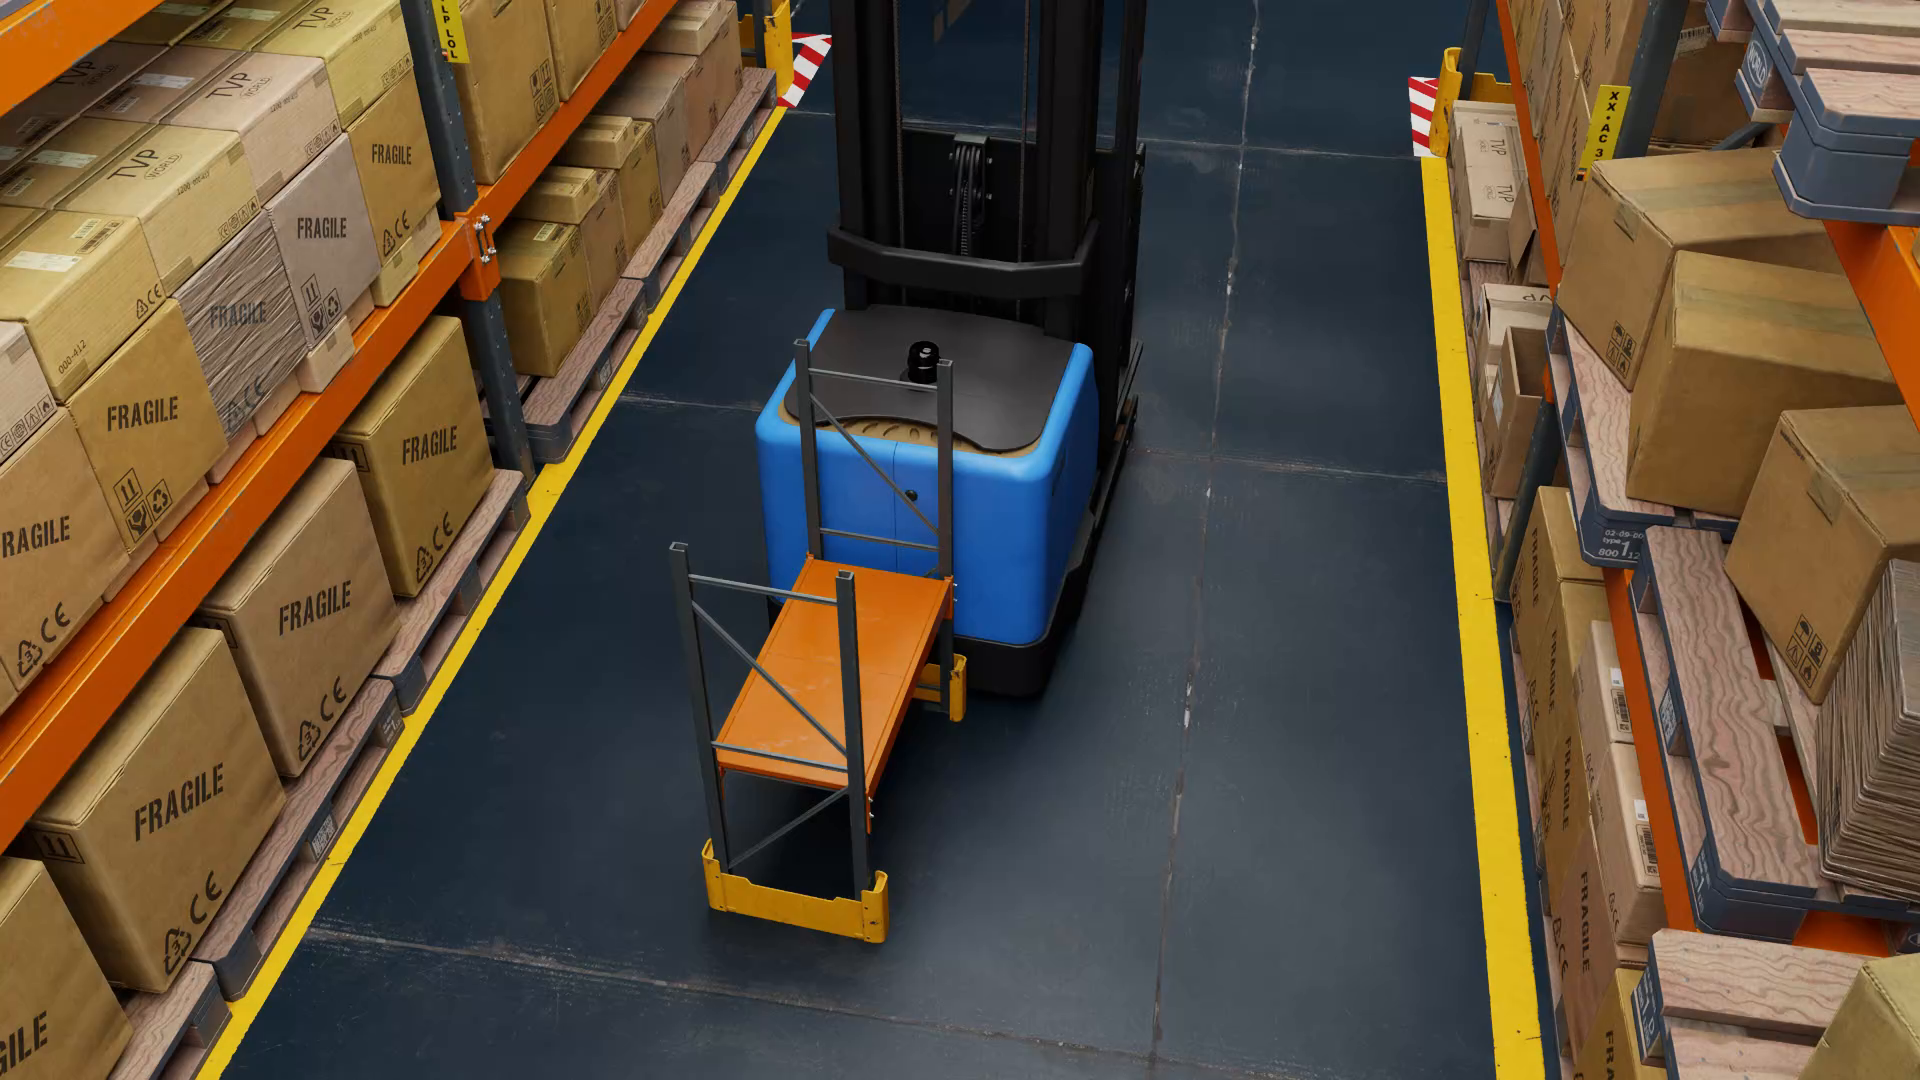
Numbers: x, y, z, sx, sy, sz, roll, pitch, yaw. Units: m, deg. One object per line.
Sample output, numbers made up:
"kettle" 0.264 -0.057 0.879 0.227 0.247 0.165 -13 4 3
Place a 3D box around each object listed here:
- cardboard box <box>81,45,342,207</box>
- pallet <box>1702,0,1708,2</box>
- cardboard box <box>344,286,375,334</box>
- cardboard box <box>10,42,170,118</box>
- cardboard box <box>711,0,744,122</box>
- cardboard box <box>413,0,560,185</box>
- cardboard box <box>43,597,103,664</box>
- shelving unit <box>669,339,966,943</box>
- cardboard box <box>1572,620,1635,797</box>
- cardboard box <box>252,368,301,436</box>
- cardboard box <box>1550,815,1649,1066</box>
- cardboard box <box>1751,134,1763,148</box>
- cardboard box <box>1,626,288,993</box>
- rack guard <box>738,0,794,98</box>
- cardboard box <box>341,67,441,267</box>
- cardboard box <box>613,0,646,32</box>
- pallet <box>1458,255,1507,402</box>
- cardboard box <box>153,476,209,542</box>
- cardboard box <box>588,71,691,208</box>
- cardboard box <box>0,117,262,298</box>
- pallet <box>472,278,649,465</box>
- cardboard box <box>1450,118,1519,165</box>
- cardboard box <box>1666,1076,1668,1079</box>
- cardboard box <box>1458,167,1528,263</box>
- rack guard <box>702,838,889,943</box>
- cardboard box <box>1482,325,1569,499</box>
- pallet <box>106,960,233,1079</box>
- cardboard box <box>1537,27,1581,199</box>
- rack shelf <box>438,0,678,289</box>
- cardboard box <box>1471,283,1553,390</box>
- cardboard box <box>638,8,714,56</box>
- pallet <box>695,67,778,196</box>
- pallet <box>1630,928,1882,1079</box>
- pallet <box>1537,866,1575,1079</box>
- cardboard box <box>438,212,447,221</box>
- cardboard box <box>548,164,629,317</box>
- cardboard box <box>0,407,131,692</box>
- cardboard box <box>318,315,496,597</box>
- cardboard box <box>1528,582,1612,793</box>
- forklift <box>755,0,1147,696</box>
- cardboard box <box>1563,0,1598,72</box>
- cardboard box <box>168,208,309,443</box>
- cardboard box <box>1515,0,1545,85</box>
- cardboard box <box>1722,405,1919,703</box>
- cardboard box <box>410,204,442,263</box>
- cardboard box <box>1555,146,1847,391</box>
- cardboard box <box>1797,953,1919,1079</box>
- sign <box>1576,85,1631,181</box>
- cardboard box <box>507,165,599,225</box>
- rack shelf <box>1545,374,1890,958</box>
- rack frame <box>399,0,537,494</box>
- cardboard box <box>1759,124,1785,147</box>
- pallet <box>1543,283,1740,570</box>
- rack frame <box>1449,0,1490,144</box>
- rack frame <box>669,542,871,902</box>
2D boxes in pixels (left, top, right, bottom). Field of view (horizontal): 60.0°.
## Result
"cardboard box" -2.230 -1.248 4.989 0.500 0.250 0.500 7 40 9
"pallet" 2.395 -1.577 4.097 1.213 0.211 1.003 6 40 8
"cardboard box" -2.192 -0.788 5.531 0.380 0.149 0.250 8 40 9
"cardboard box" -2.723 -1.300 5.052 0.500 0.250 0.500 7 40 8
"cardboard box" -1.634 -2.698 9.291 0.700 0.500 0.500 6 40 8
"cardboard box" -2.193 -1.893 6.451 0.980 0.700 0.700 7 40 8
"cardboard box" -2.515 0.169 4.373 0.380 0.149 0.250 7 40 8
"shelving unit" -0.391 0.312 5.196 0.587 1.500 1.083 9 40 11
"cardboard box" 2.080 0.514 4.802 0.500 0.250 0.500 6 40 8
"cardboard box" -2.288 -0.470 5.146 0.380 0.149 0.250 6 40 8
"cardboard box" 1.990 1.141 4.632 0.500 0.500 0.500 5 40 6
"cardboard box" 2.933 -1.224 5.797 0.500 0.500 0.500 7 40 9
"cardboard box" -2.581 0.742 4.856 0.750 0.750 0.750 6 40 7
"rack guard" -1.607 -3.001 9.988 1.175 0.500 0.348 6 40 8
"cardboard box" -2.135 -1.282 5.620 0.500 0.500 0.500 6 40 7
"cardboard box" -1.945 -2.809 7.558 0.980 0.700 0.700 5 40 6
"pallet" 2.905 -1.019 7.817 1.003 0.211 1.213 6 40 8
"cardboard box" -2.403 -0.149 4.757 0.380 0.149 0.250 8 40 9
"cardboard box" -1.806 -2.068 8.529 0.700 0.500 0.500 5 40 6
"cardboard box" -2.318 -0.928 4.602 0.500 0.250 0.500 7 40 9
"pallet" -2.094 -0.833 7.592 1.003 0.211 1.213 6 40 8
"cardboard box" 2.814 -2.101 8.816 0.380 0.166 0.250 6 40 8
"cardboard box" 1.821 1.471 3.644 0.500 0.250 0.500 8 40 9
"cardboard box" 2.722 -1.578 8.117 0.500 0.250 0.500 6 40 8
"rack guard" -0.514 1.101 5.222 0.587 0.250 0.087 9 40 11
"cardboard box" 2.396 -0.490 6.605 0.500 0.500 0.500 6 40 8
"pallet" -2.785 1.659 4.577 1.003 0.211 1.213 6 40 8
"cardboard box" 2.498 -1.599 6.252 0.500 0.500 0.500 7 40 9
"rack shelf" -1.957 -2.417 7.884 1.077 0.370 4.000 6 40 8
"cardboard box" 2.525 -0.888 7.235 0.500 0.311 0.500 6 40 8
"cardboard box" -1.520 -2.686 8.768 0.380 0.149 0.250 7 40 9
"pallet" -1.672 -2.364 9.444 1.003 0.211 1.213 6 40 8
"pallet" 1.932 1.256 3.027 1.213 0.211 1.003 6 40 8
"pallet" 2.264 1.462 4.816 1.003 0.211 1.213 6 40 8
"cardboard box" -2.293 -1.277 7.063 0.380 0.149 0.250 6 40 7
"cardboard box" -1.983 -1.411 7.734 0.700 0.500 0.500 6 40 7
"cardboard box" -2.472 -0.005 4.075 0.500 0.500 0.500 6 40 7
"cardboard box" -2.288 -0.350 6.177 0.750 0.750 0.750 7 40 8
"cardboard box" 2.171 0.511 5.394 0.500 0.500 0.500 7 40 8
"forklift" 0.157 -1.518 6.286 1.130 2.935 3.031 9 40 11
"cardboard box" 2.495 -1.987 5.936 0.500 0.500 0.500 6 40 7
"cardboard box" -2.309 -0.647 4.851 0.500 0.500 0.500 6 40 8
"cardboard box" 2.670 -2.242 7.029 0.500 0.500 0.500 7 40 8
"cardboard box" 2.332 0.020 3.964 0.700 0.500 0.500 -3 40 -4
"cardboard box" -2.083 -1.107 5.916 0.380 0.149 0.250 7 40 8
"cardboard box" 2.274 -0.823 4.983 0.700 0.500 0.500 -6 40 -7
"cardboard box" 1.882 1.007 2.770 0.700 0.500 0.500 -6 40 -7
"sign" 2.041 -1.284 5.269 0.100 0.325 0.005 6 40 8
"cardboard box" -1.834 -1.540 7.382 0.380 0.149 0.250 8 40 9
"rack shelf" 2.230 0.637 4.190 1.077 0.370 4.000 6 40 8
"rack frame" -2.303 -1.439 6.137 1.000 3.000 0.127 6 40 8
"cardboard box" 2.935 -1.584 5.448 0.500 0.500 0.500 7 40 9
"pallet" 2.331 -0.332 4.948 1.003 0.211 1.213 6 40 8
"rack frame" 3.269 -3.406 8.515 1.000 3.000 0.127 6 40 8
"rack frame" -0.519 0.631 4.810 0.500 1.500 0.032 9 40 11
